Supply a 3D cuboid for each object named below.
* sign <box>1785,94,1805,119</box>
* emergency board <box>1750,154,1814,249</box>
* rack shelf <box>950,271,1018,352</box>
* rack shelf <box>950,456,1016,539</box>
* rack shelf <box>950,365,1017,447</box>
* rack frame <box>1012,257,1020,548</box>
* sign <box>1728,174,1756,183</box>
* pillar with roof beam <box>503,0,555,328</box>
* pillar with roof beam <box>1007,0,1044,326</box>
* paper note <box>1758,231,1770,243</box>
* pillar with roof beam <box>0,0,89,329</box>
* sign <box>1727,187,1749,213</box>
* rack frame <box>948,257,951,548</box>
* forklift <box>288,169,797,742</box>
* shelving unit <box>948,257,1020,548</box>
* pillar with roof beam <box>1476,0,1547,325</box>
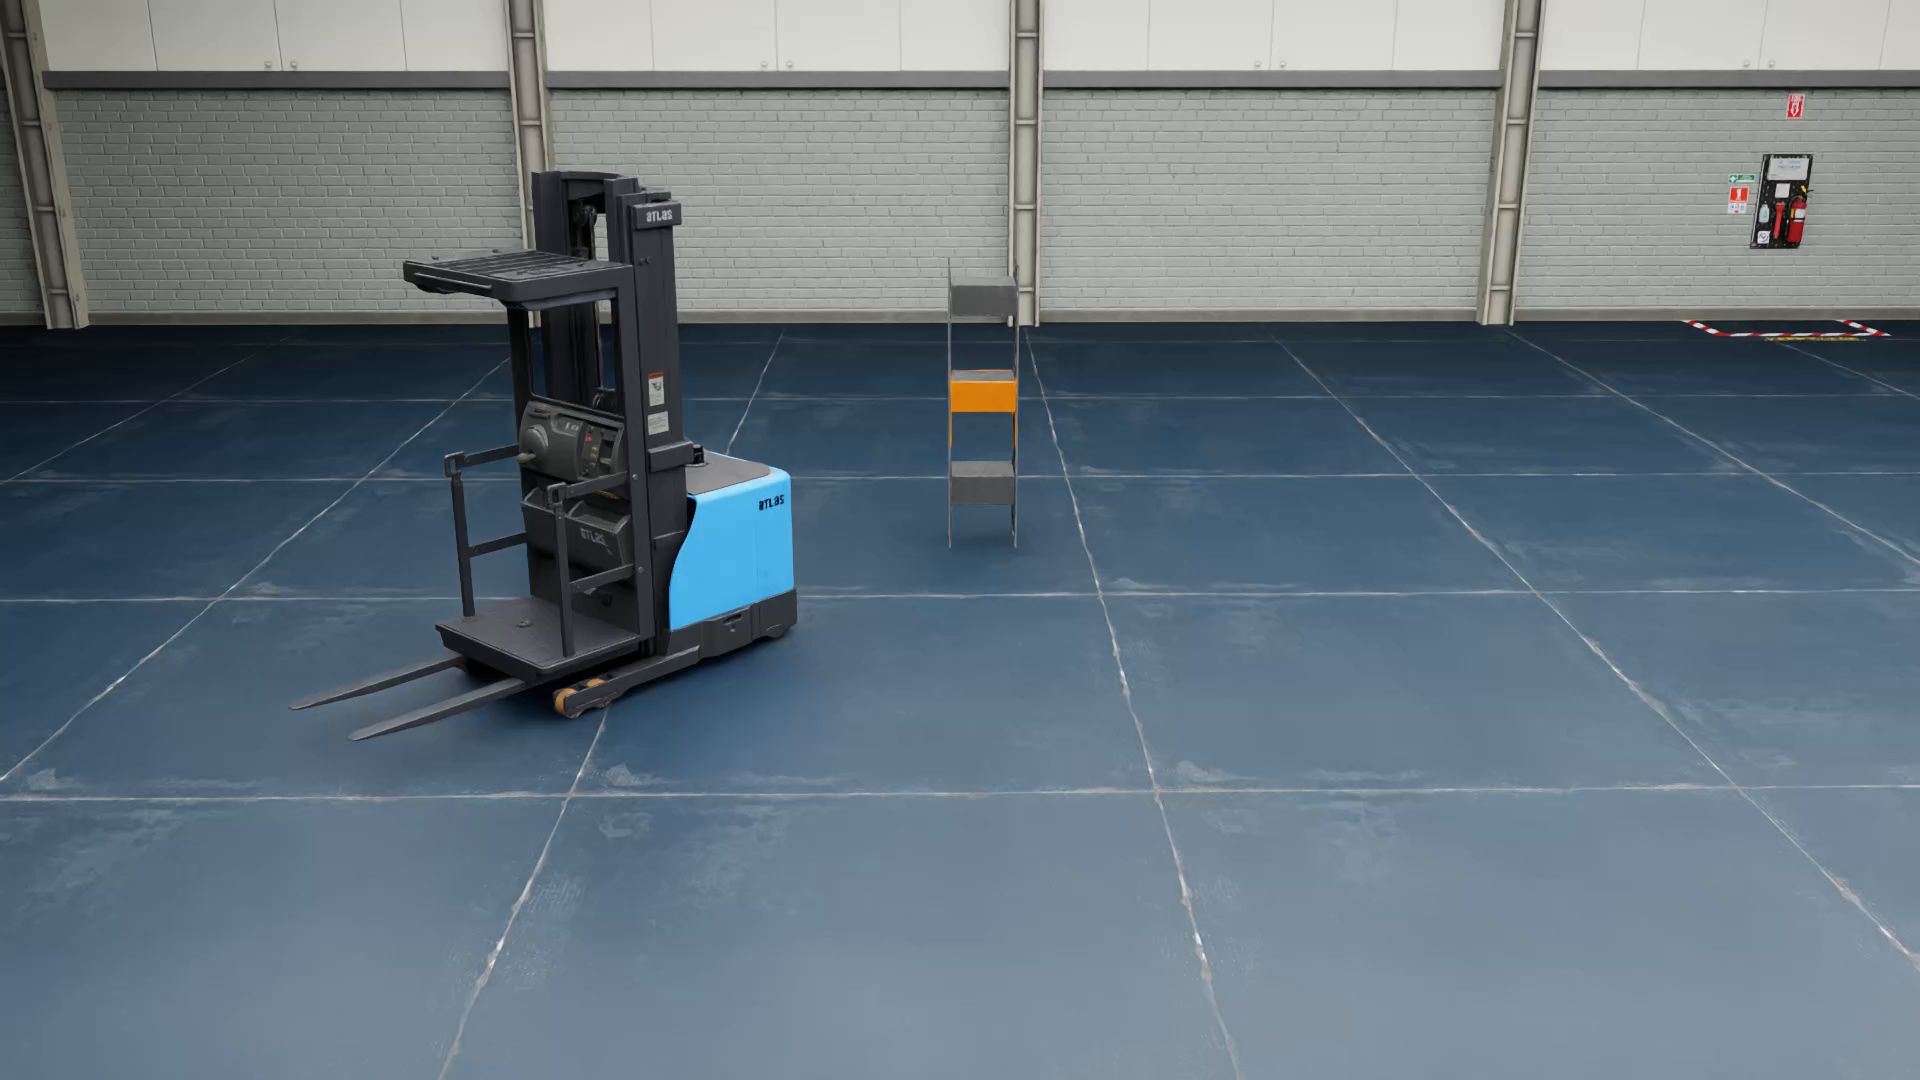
[{"bbox_3d":[10.317,-5.356,20.540,0.199,0.298,0.001,0,18,-1],"label":"sign"},{"bbox_3d":[10.327,-4.222,20.799,0.643,1.169,0.194,0,18,-1],"label":"emergency board"},{"bbox_3d":[0.166,-1.654,12.020,0.480,0.518,0.431,0,18,-1],"label":"rack shelf"},{"bbox_3d":[0.166,-0.321,12.447,0.480,0.518,0.431,0,18,-1],"label":"rack shelf"},{"bbox_3d":[0.166,-0.988,12.233,0.480,0.518,0.431,0,18,-1],"label":"rack shelf"},{"bbox_3d":[0.409,-1.002,12.233,0.015,2.100,0.400,0,18,-1],"label":"rack frame"},{"bbox_3d":[9.777,-4.518,20.794,0.331,0.109,0.001,0,18,-1],"label":"sign"},{"bbox_3d":[-5.131,-5.678,15.514,0.400,9.000,9.100,0,18,-1],"label":"pillar with roof beam"},{"bbox_3d":[0.868,-5.706,15.604,0.400,9.000,9.100,0,18,-1],"label":"pillar with roof beam"},{"bbox_3d":[10.149,-3.823,20.997,0.142,0.148,0.016,0,18,-1],"label":"paper note"},{"bbox_3d":[-11.131,-5.649,15.424,0.400,9.000,9.100,0,18,-1],"label":"pillar with roof beam"},{"bbox_3d":[9.772,-4.268,20.883,0.234,0.329,0.001,0,18,-1],"label":"sign"},{"bbox_3d":[-0.078,-0.999,12.226,0.015,2.100,0.400,0,18,-1],"label":"rack frame"},{"bbox_3d":[-2.393,-0.562,9.500,1.130,2.935,3.031,15,23,39],"label":"forklift"},{"bbox_3d":[0.166,-1.001,12.229,0.503,2.100,0.431,0,18,-1],"label":"shelving unit"},{"bbox_3d":[6.867,-5.735,15.695,0.400,9.000,9.100,0,18,-1],"label":"pillar with roof beam"}]
